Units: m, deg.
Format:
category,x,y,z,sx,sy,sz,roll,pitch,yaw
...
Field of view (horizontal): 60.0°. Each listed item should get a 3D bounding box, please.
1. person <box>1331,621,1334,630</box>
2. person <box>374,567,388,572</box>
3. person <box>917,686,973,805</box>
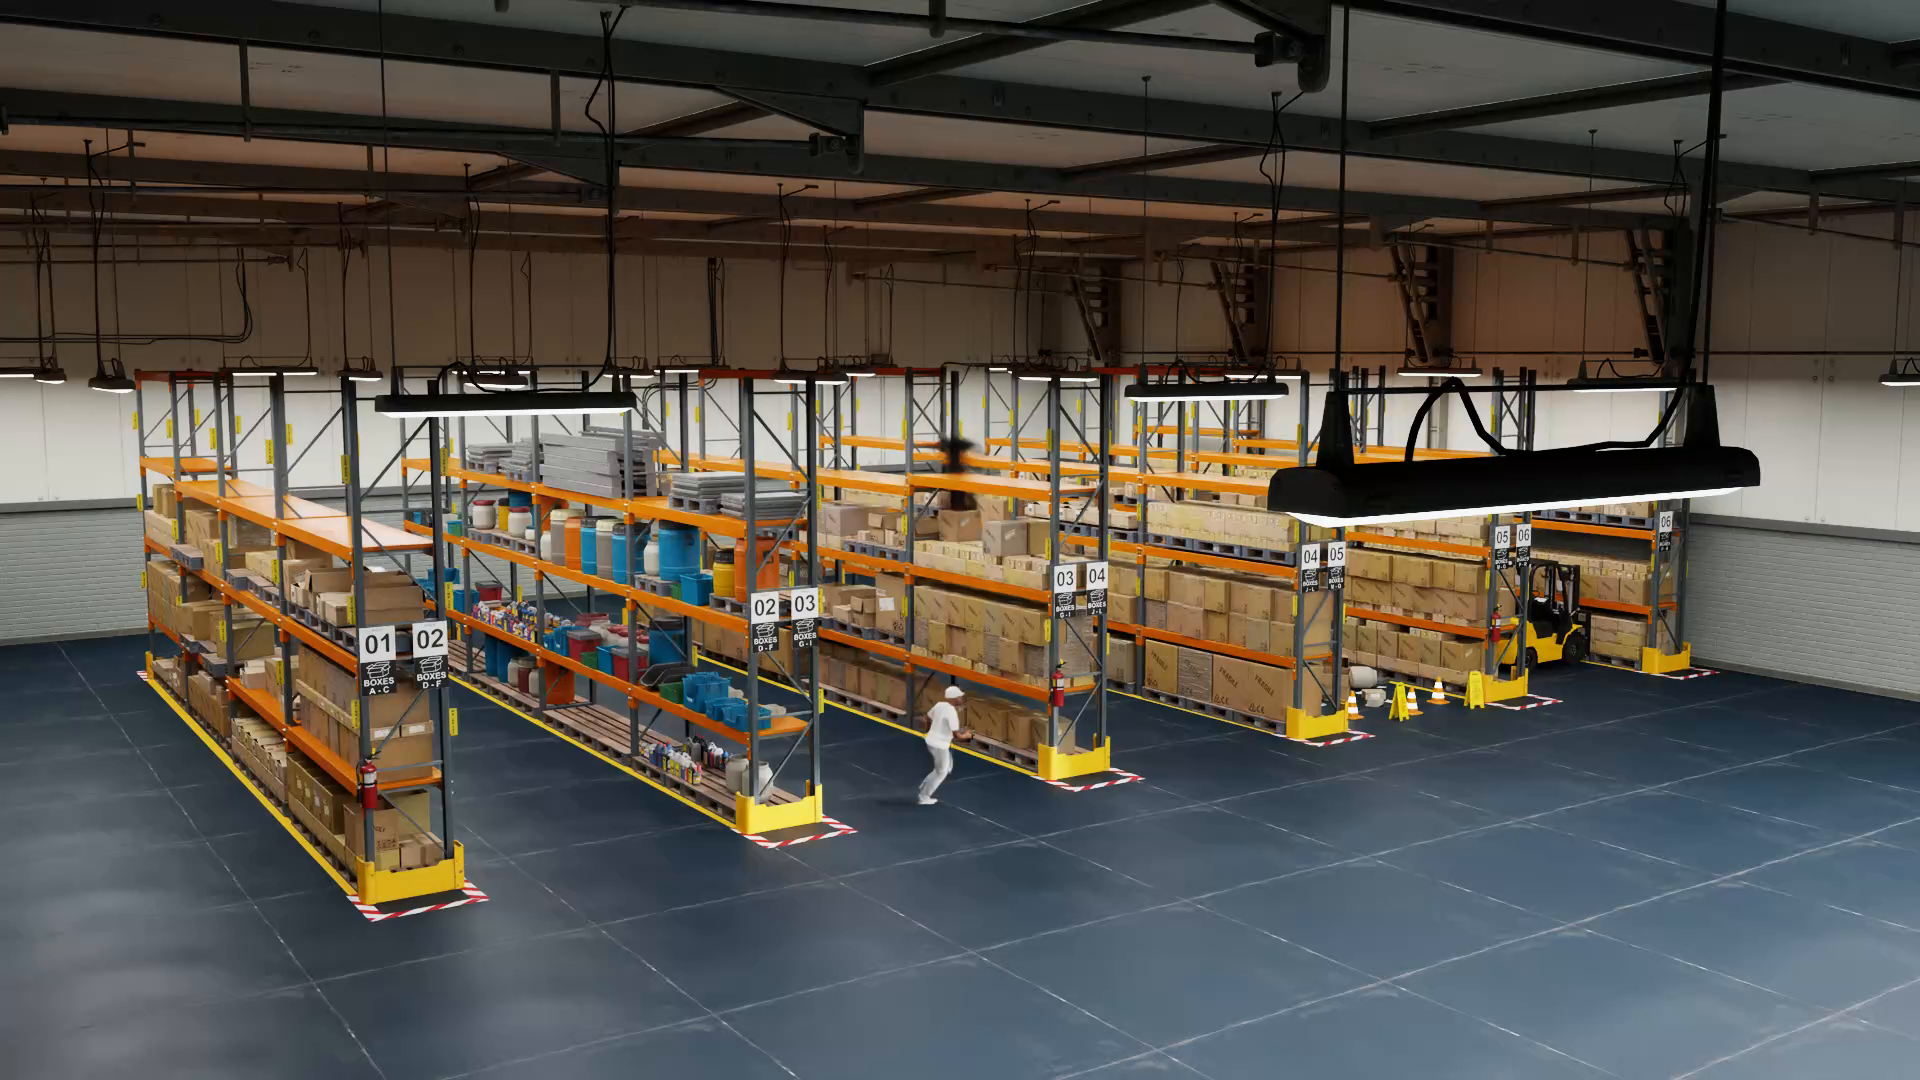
category,x,y,z,sx,sy,sz,roll,pitch,yaw
person,8.269,1.425,35.831,0.642,1.740,0.846,-6,8,-40
person,-12.623,1.428,36.041,0.549,1.698,0.674,-1,7,-13
person,-0.227,2.878,23.389,0.809,1.659,0.718,-2,7,-19
